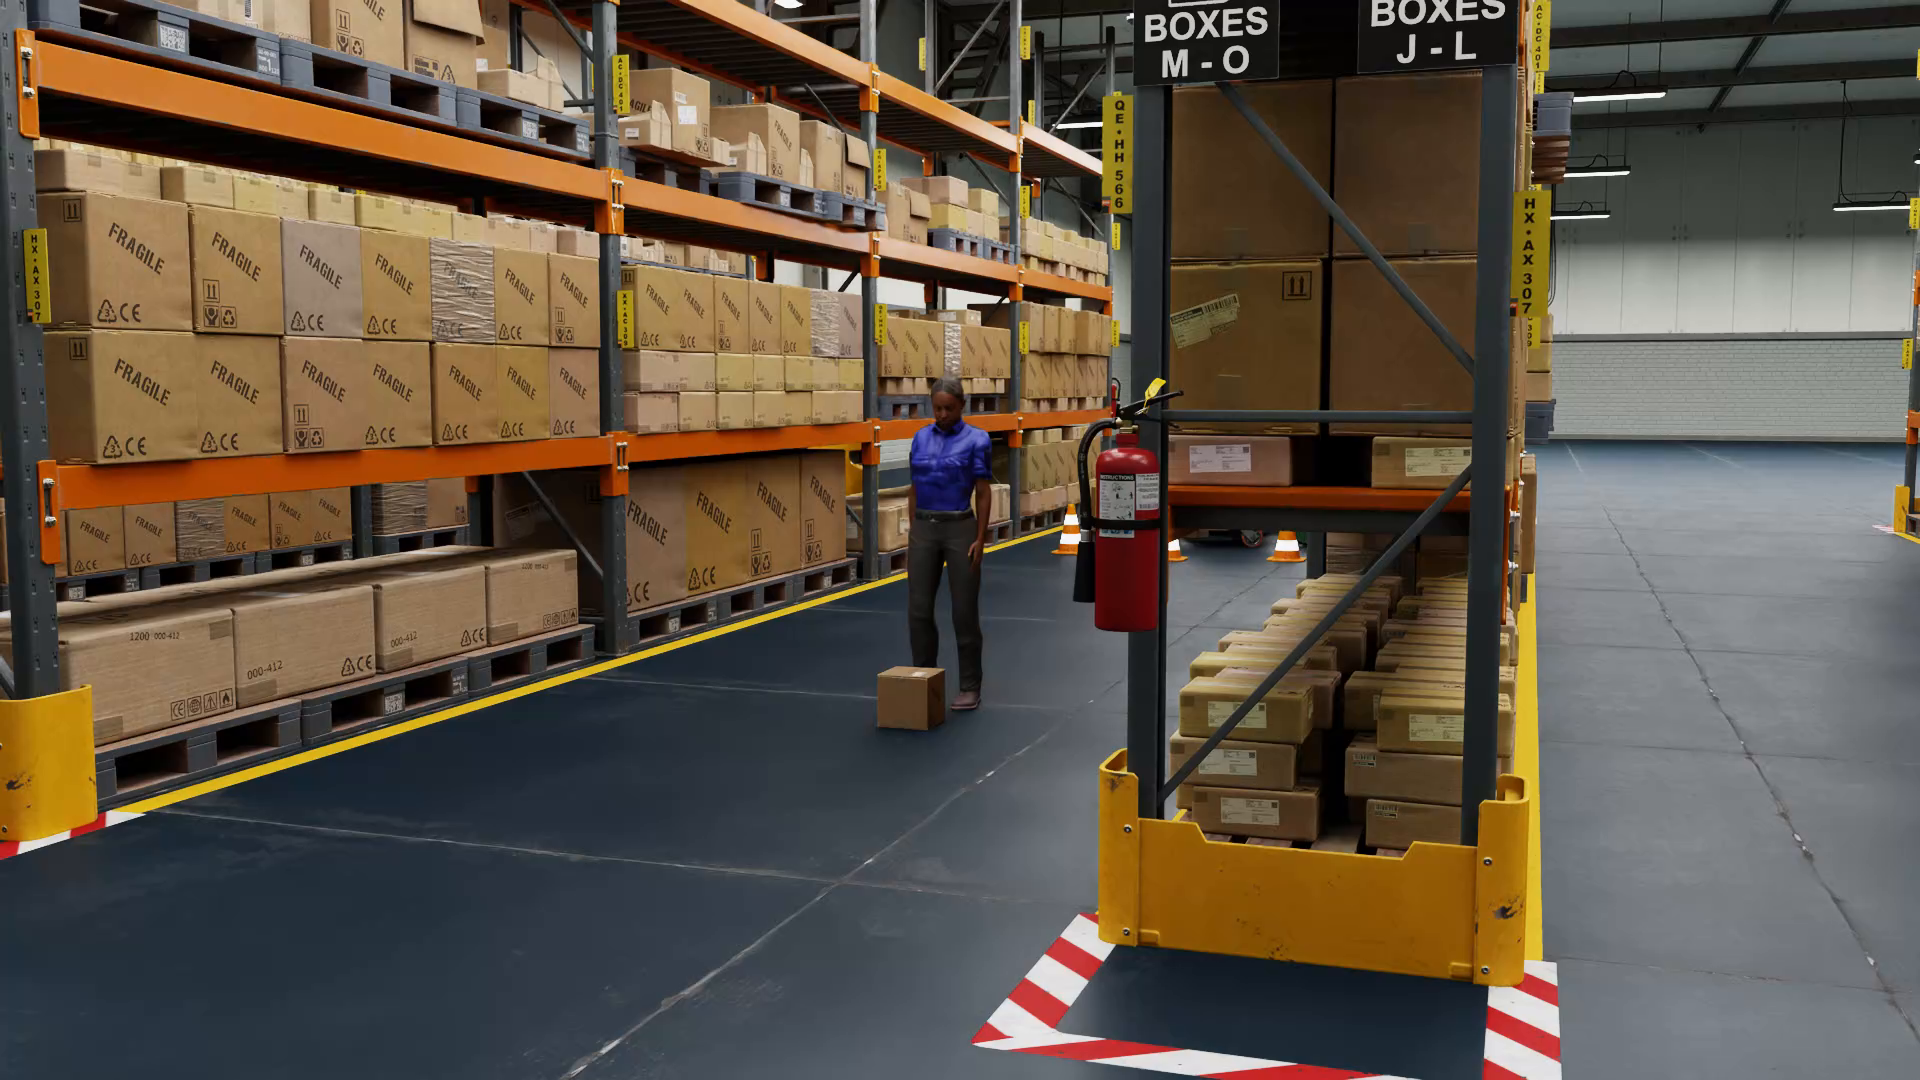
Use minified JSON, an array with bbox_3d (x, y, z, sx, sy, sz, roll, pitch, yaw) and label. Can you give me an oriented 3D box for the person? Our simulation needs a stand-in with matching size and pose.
[{"bbox_3d":[-0.053,0.017,8.238,0.444,1.640,0.320,2,6,20],"label":"person"}]
